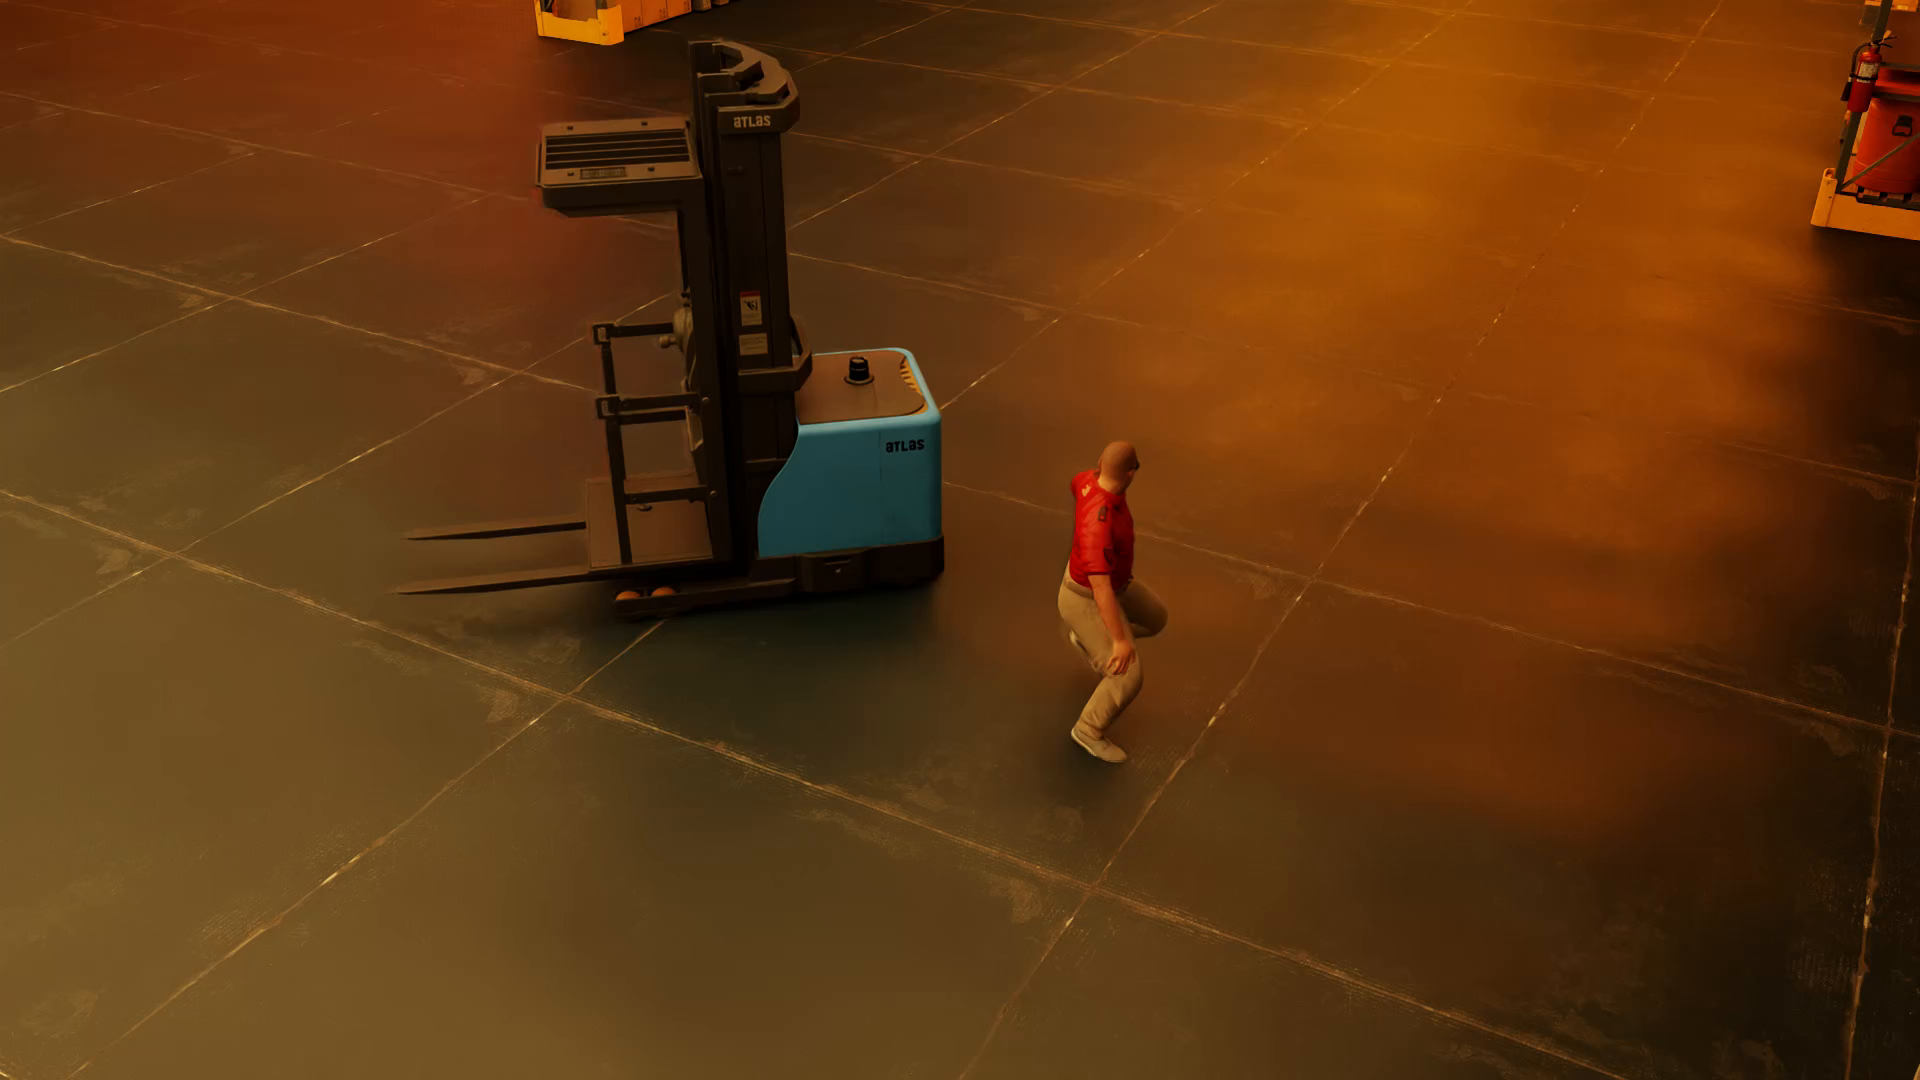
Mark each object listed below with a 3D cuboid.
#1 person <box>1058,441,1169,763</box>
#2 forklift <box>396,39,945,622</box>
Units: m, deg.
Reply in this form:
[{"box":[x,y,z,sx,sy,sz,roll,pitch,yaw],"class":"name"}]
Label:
[{"box":[0.720,0.250,8.014,0.516,1.620,0.997,8,31,14],"class":"person"},{"box":[-1.660,-1.106,8.987,3.031,2.935,1.130,-6,31,-10],"class":"forklift"}]
